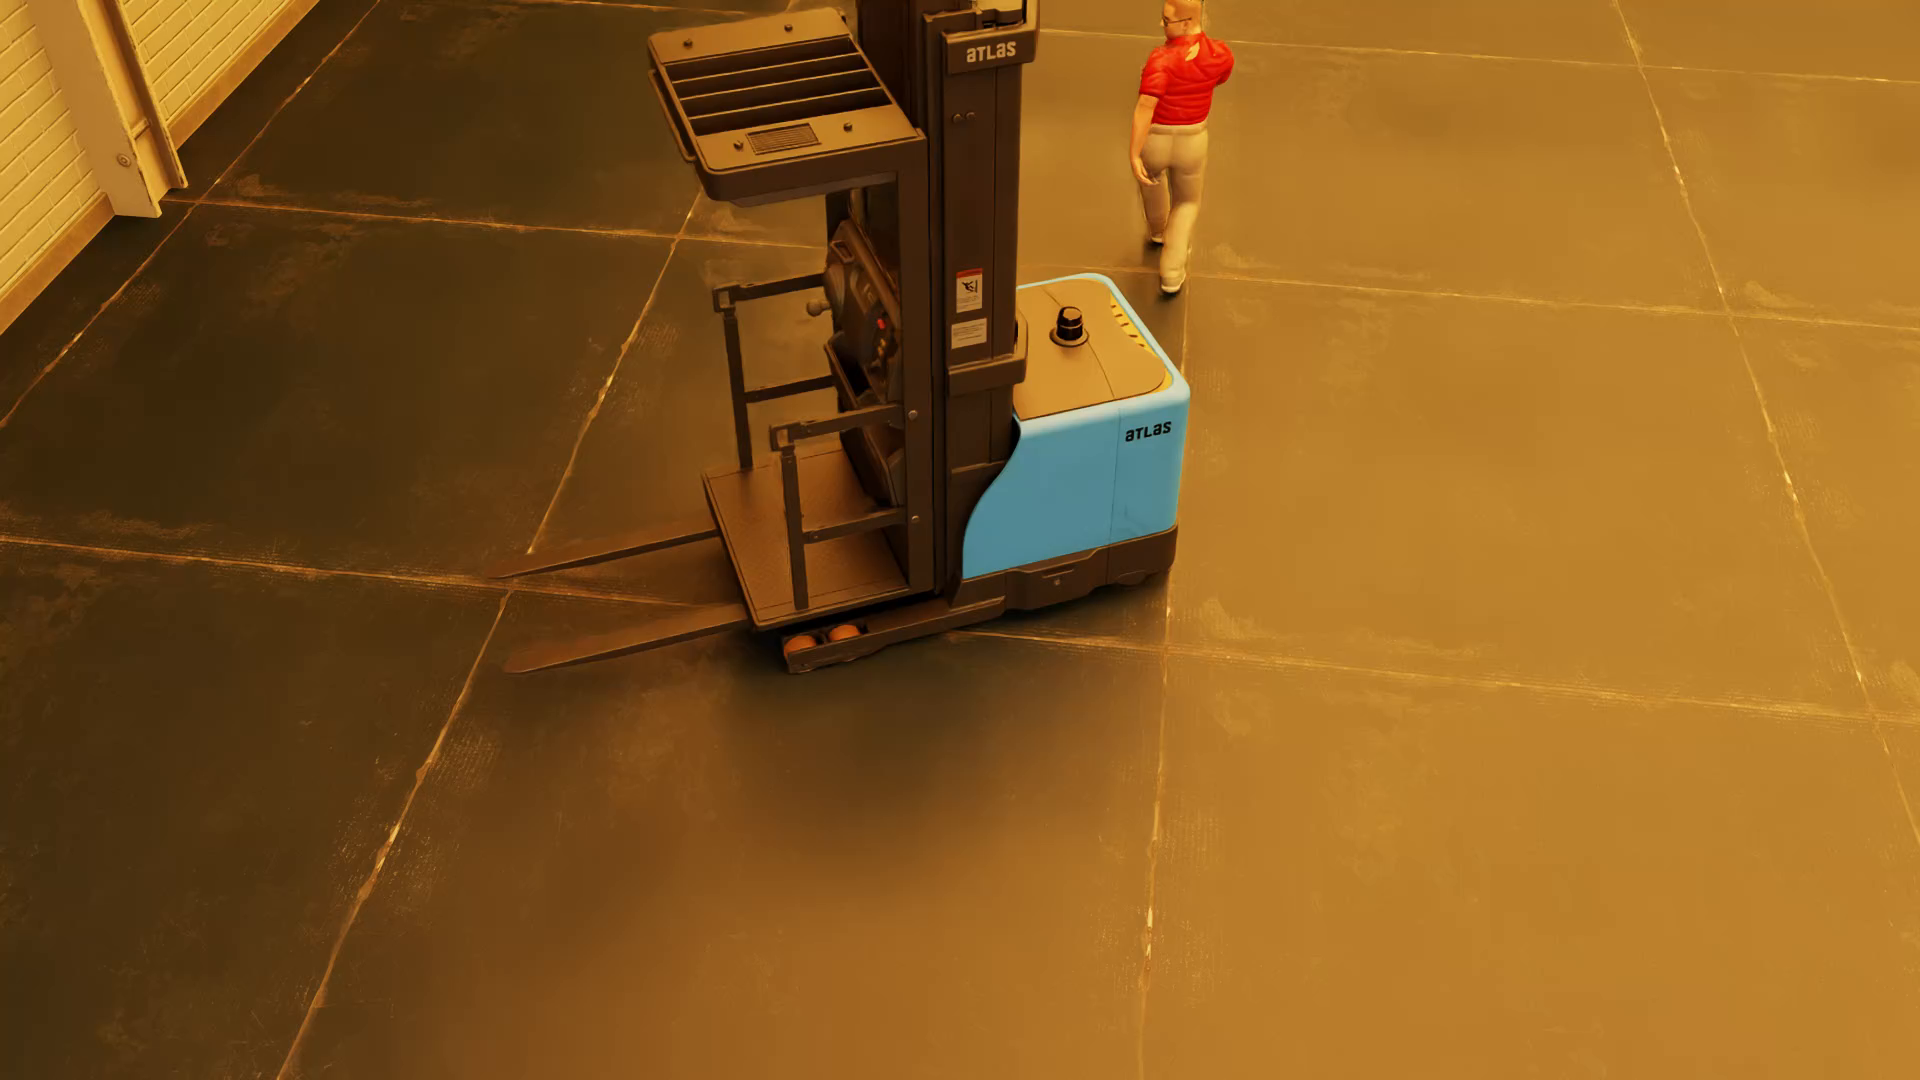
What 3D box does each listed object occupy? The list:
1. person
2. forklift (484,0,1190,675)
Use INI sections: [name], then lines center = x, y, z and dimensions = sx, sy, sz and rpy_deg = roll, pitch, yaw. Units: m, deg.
[person]
center = 1.178, -2.198, 9.099
dimensions = 0.556, 1.678, 0.969
rpy_deg = 1, 43, 1
[forklift]
center = -0.583, -0.905, 6.710
dimensions = 3.031, 2.935, 1.130
rpy_deg = -13, 44, -14
